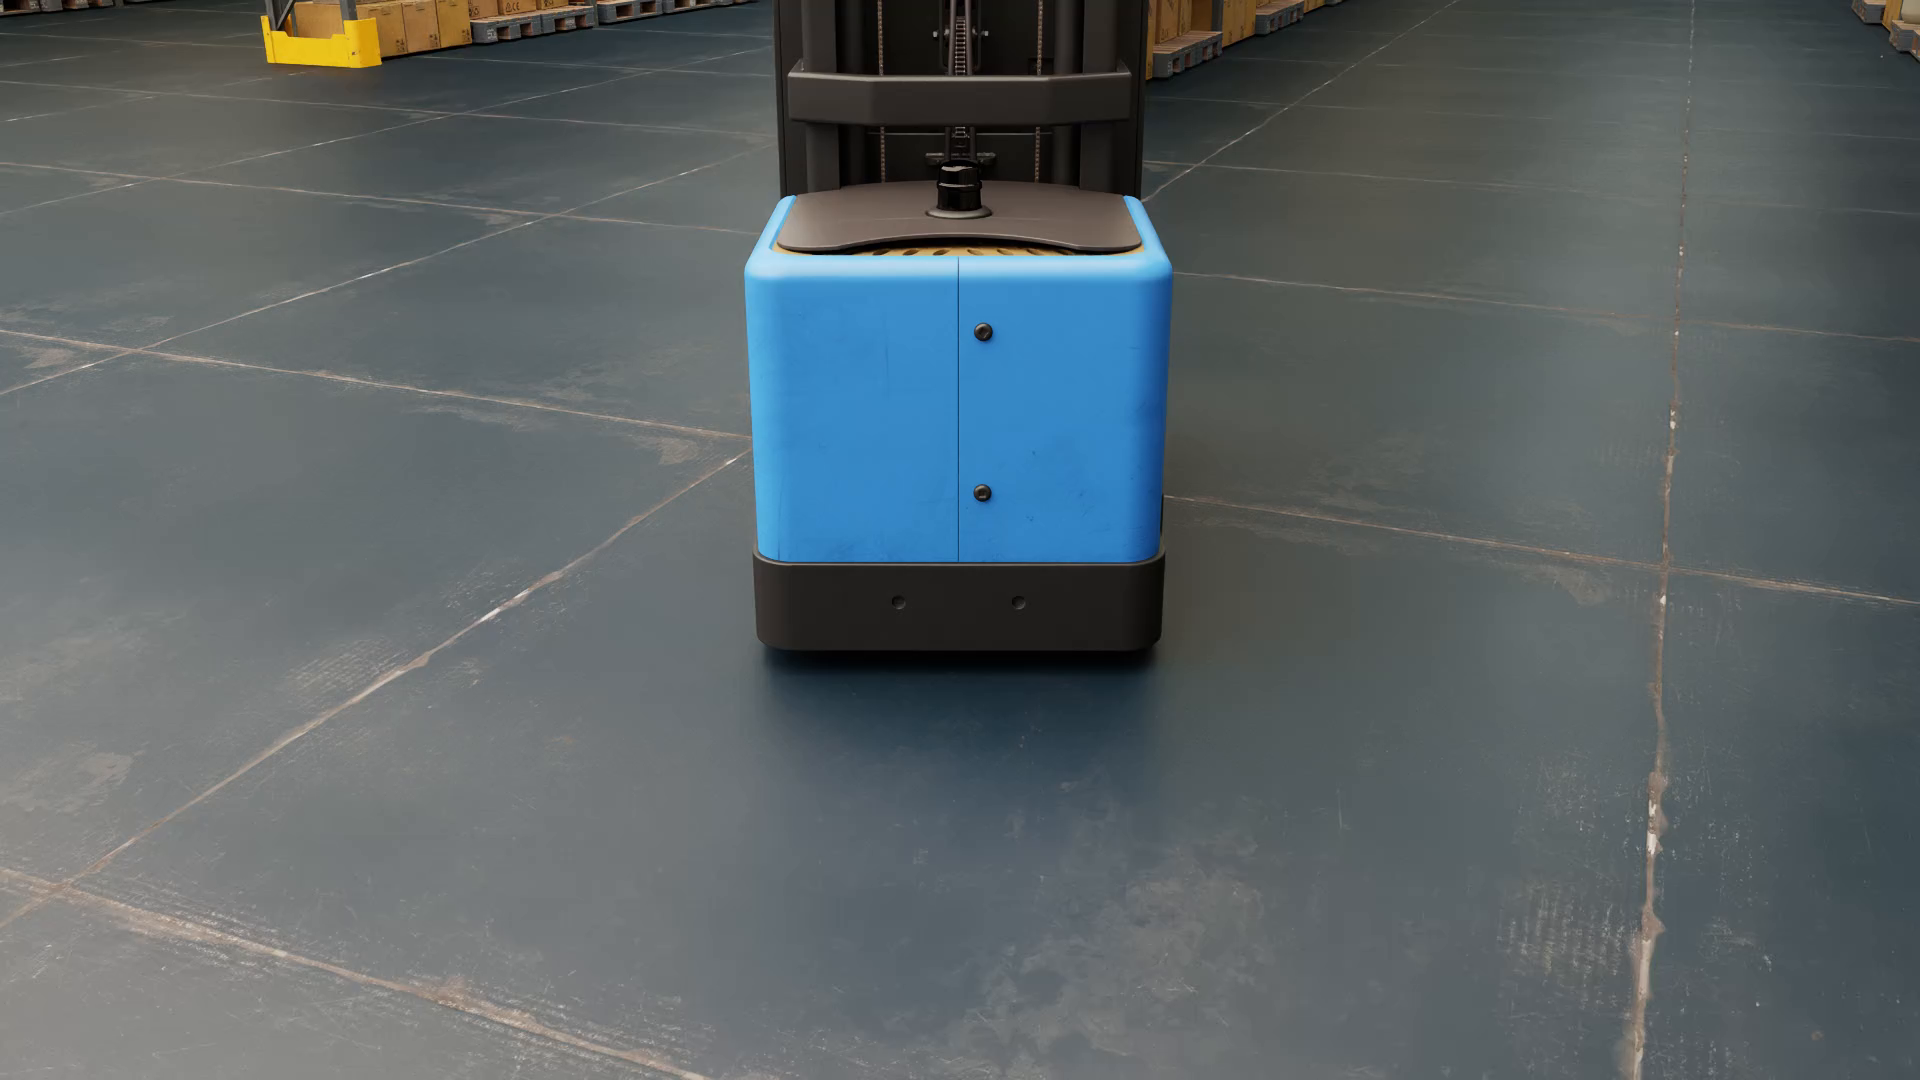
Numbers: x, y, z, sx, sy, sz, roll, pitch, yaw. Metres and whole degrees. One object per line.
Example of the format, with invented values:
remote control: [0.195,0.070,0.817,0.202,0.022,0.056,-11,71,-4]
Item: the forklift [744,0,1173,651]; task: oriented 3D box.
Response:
forklift: [0.002,-1.587,5.089,1.130,2.935,3.031,0,23,0]
